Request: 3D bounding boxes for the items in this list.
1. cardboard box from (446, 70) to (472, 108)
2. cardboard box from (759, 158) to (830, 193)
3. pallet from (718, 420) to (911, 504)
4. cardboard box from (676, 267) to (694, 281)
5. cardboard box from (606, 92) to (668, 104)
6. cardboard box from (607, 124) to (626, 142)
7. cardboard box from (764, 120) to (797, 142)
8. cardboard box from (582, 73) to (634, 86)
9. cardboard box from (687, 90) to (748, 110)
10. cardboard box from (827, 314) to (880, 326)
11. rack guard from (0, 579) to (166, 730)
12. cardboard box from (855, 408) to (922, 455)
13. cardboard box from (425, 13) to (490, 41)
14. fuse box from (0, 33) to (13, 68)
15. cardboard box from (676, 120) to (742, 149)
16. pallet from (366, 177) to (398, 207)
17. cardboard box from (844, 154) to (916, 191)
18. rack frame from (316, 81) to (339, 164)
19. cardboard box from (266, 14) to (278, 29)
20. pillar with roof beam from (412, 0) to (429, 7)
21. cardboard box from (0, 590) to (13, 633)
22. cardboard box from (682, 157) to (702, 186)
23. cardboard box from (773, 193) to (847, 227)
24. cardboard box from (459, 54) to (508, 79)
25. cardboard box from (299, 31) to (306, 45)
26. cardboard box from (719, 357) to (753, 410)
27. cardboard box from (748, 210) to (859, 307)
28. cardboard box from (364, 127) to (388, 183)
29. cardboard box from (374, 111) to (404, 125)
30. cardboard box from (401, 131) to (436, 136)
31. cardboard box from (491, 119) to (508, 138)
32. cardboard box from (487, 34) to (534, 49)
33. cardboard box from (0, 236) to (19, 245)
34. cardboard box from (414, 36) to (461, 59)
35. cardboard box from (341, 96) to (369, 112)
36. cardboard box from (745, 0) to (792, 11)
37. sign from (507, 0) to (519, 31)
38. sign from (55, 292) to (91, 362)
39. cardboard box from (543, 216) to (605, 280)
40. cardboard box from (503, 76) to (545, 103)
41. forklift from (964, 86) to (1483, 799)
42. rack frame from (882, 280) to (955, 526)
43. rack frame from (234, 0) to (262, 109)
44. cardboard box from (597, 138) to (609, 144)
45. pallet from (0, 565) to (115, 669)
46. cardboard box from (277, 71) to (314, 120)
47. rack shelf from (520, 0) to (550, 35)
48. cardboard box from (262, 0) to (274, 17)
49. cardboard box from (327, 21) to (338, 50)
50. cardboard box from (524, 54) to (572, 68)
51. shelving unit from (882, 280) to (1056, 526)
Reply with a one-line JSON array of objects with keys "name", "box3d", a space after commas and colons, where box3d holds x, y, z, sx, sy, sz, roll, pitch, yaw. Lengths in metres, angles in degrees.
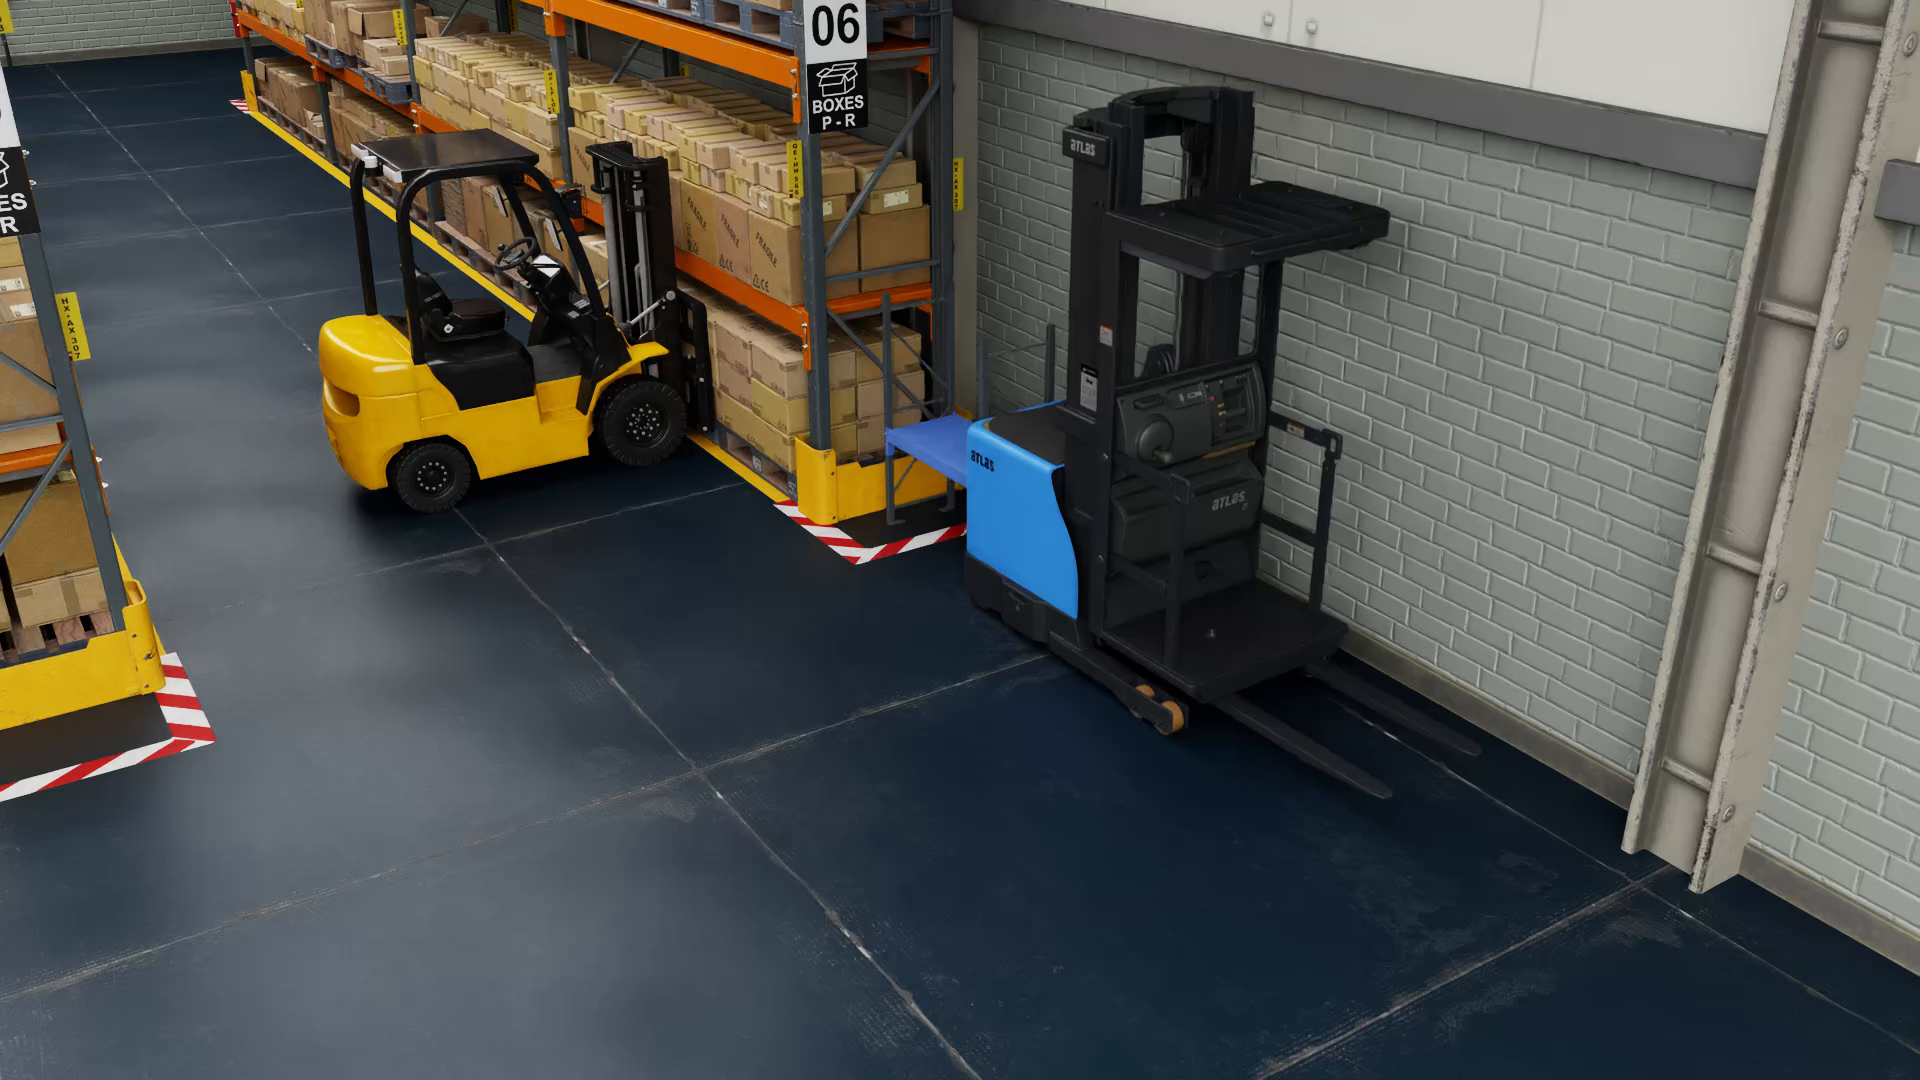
[{"name": "cardboard box", "box3d": [-4.279, -4.078, 14.965, 0.500, 0.250, 0.500, -16, 30, -31]}, {"name": "cardboard box", "box3d": [-1.025, -2.278, 10.336, 0.380, 0.149, 0.250, -15, 29, -29]}, {"name": "pallet", "box3d": [-0.945, -0.648, 11.374, 1.003, 0.211, 1.213, -16, 29, -30]}, {"name": "cardboard box", "box3d": [-2.123, -1.867, 12.250, 0.500, 0.250, 0.500, -14, 29, -28]}, {"name": "cardboard box", "box3d": [-2.385, -3.204, 12.297, 0.380, 0.149, 0.250, -16, 30, -31]}, {"name": "cardboard box", "box3d": [-2.341, -2.954, 12.117, 0.380, 0.149, 0.250, -15, 29, -28]}, {"name": "cardboard box", "box3d": [-1.115, -2.778, 11.395, 0.380, 0.149, 0.250, -16, 30, -31]}, {"name": "cardboard box", "box3d": [-2.926, -3.787, 13.882, 0.380, 0.149, 0.250, -16, 29, -30]}, {"name": "cardboard box", "box3d": [-1.801, -3.239, 12.372, 0.380, 0.149, 0.250, -16, 30, -31]}, {"name": "cardboard box", "box3d": [-0.872, -1.437, 11.339, 0.500, 0.250, 0.500, -15, 29, -29]}, {"name": "rack guard", "box3d": [-4.690, 0.617, 8.358, 1.175, 0.500, 0.348, -16, 29, -30]}, {"name": "cardboard box", "box3d": [-0.596, -0.812, 11.186, 0.500, 0.250, 0.500, -15, 29, -29]}, {"name": "cardboard box", "box3d": [-5.009, -4.962, 16.638, 0.500, 0.500, 0.500, -14, 29, -27]}, {"name": "fuse box", "box3d": [-14.641, -8.076, 25.352, 0.539, 1.711, 0.414, -16, 29, -30]}, {"name": "cardboard box", "box3d": [-1.706, -2.744, 11.324, 0.380, 0.149, 0.250, -15, 29, -29]}, {"name": "pallet", "box3d": [-5.897, -3.957, 18.385, 1.003, 0.211, 1.213, -16, 29, -30]}, {"name": "cardboard box", "box3d": [-0.496, -2.288, 10.357, 0.380, 0.149, 0.250, -16, 30, -31]}, {"name": "rack frame", "box3d": [-7.043, -5.937, 19.312, 1.000, 3.000, 0.127, -16, 29, -30]}, {"name": "cardboard box", "box3d": [-8.454, -6.511, 20.822, 0.380, 0.149, 0.250, -15, 29, -28]}, {"name": "pillar with roof beam", "box3d": [-10.275, -8.106, 16.879, 9.100, 9.000, 0.400, -16, 29, -30]}, {"name": "cardboard box", "box3d": [-5.329, 0.332, 8.762, 0.500, 0.250, 0.500, -16, 29, -30]}, {"name": "cardboard box", "box3d": [-1.637, -2.495, 11.145, 0.380, 0.149, 0.250, -15, 29, -29]}, {"name": "cardboard box", "box3d": [-0.916, -2.042, 10.185, 0.380, 0.149, 0.250, -15, 29, -29]}, {"name": "cardboard box", "box3d": [-4.219, -4.203, 14.762, 0.380, 0.149, 0.250, -15, 29, -29]}, {"name": "cardboard box", "box3d": [-7.589, -5.966, 19.669, 0.380, 0.149, 0.250, -15, 29, -28]}, {"name": "cardboard box", "box3d": [-1.284, -1.100, 11.211, 0.500, 0.250, 0.500, -16, 30, -30]}, {"name": "cardboard box", "box3d": [-0.981, -1.805, 10.442, 0.500, 0.500, 0.500, -16, 30, -31]}, {"name": "cardboard box", "box3d": [-6.122, -4.216, 18.104, 0.500, 0.500, 0.500, -17, 30, -31]}, {"name": "cardboard box", "box3d": [-6.133, -4.557, 18.066, 0.380, 0.149, 0.250, -15, 29, -29]}, {"name": "cardboard box", "box3d": [-5.516, -4.067, 17.028, 0.380, 0.149, 0.250, -17, 30, -32]}, {"name": "cardboard box", "box3d": [-3.694, -3.490, 14.305, 0.500, 0.250, 0.500, -15, 29, -29]}, {"name": "cardboard box", "box3d": [-4.276, -4.708, 15.832, 0.380, 0.149, 0.250, -15, 29, -28]}, {"name": "cardboard box", "box3d": [-5.524, -1.447, 9.336, 0.500, 0.500, 0.500, -16, 30, -31]}, {"name": "cardboard box", "box3d": [-4.932, -4.662, 15.735, 0.380, 0.149, 0.250, -15, 29, -28]}, {"name": "cardboard box", "box3d": [-6.854, -5.018, 19.043, 0.380, 0.149, 0.250, -16, 30, -31]}, {"name": "cardboard box", "box3d": [-0.938, -3.383, 9.663, 0.500, 0.500, 0.500, -14, 29, -28]}, {"name": "sign", "box3d": [-4.396, -5.160, 16.311, 0.100, 0.325, 0.005, -16, 29, -30]}, {"name": "sign", "box3d": [-4.194, -1.005, 7.850, 0.100, 0.325, 0.005, -16, 29, -30]}, {"name": "cardboard box", "box3d": [-2.970, -2.375, 14.058, 0.875, 0.625, 0.625, -14, 29, -27]}, {"name": "cardboard box", "box3d": [-3.548, -3.735, 13.772, 0.380, 0.149, 0.250, -17, 30, -31]}, {"name": "forklift", "box3d": [1.276, -0.598, 8.082, 1.130, 2.935, 3.031, -17, 30, -31]}, {"name": "rack frame", "box3d": [-0.248, -0.833, 10.257, 0.500, 1.500, 0.032, -16, 30, -30]}, {"name": "rack frame", "box3d": [-9.226, -7.368, 22.343, 1.000, 3.000, 0.127, -16, 29, -30]}, {"name": "cardboard box", "box3d": [-2.354, -2.719, 12.378, 0.500, 0.500, 0.500, -15, 29, -29]}, {"name": "pallet", "box3d": [-5.104, 0.448, 9.053, 1.003, 0.211, 1.213, -16, 29, -30]}, {"name": "cardboard box", "box3d": [-8.333, -5.659, 21.160, 0.500, 0.500, 0.500, -15, 29, -29]}, {"name": "rack shelf", "box3d": [-3.767, -4.822, 14.279, 1.077, 0.370, 4.000, -16, 29, -30]}, {"name": "cardboard box", "box3d": [-8.353, -6.670, 20.693, 0.500, 0.250, 0.500, -16, 30, -31]}, {"name": "cardboard box", "box3d": [-6.606, -5.480, 18.009, 0.396, 0.266, 0.258, -14, 29, -27]}, {"name": "cardboard box", "box3d": [-3.658, -4.231, 14.822, 0.380, 0.149, 0.250, -15, 29, -28]}, {"name": "shelving unit", "box3d": [0.035, -0.652, 9.875, 0.538, 1.500, 1.048, -16, 30, -30]}]
